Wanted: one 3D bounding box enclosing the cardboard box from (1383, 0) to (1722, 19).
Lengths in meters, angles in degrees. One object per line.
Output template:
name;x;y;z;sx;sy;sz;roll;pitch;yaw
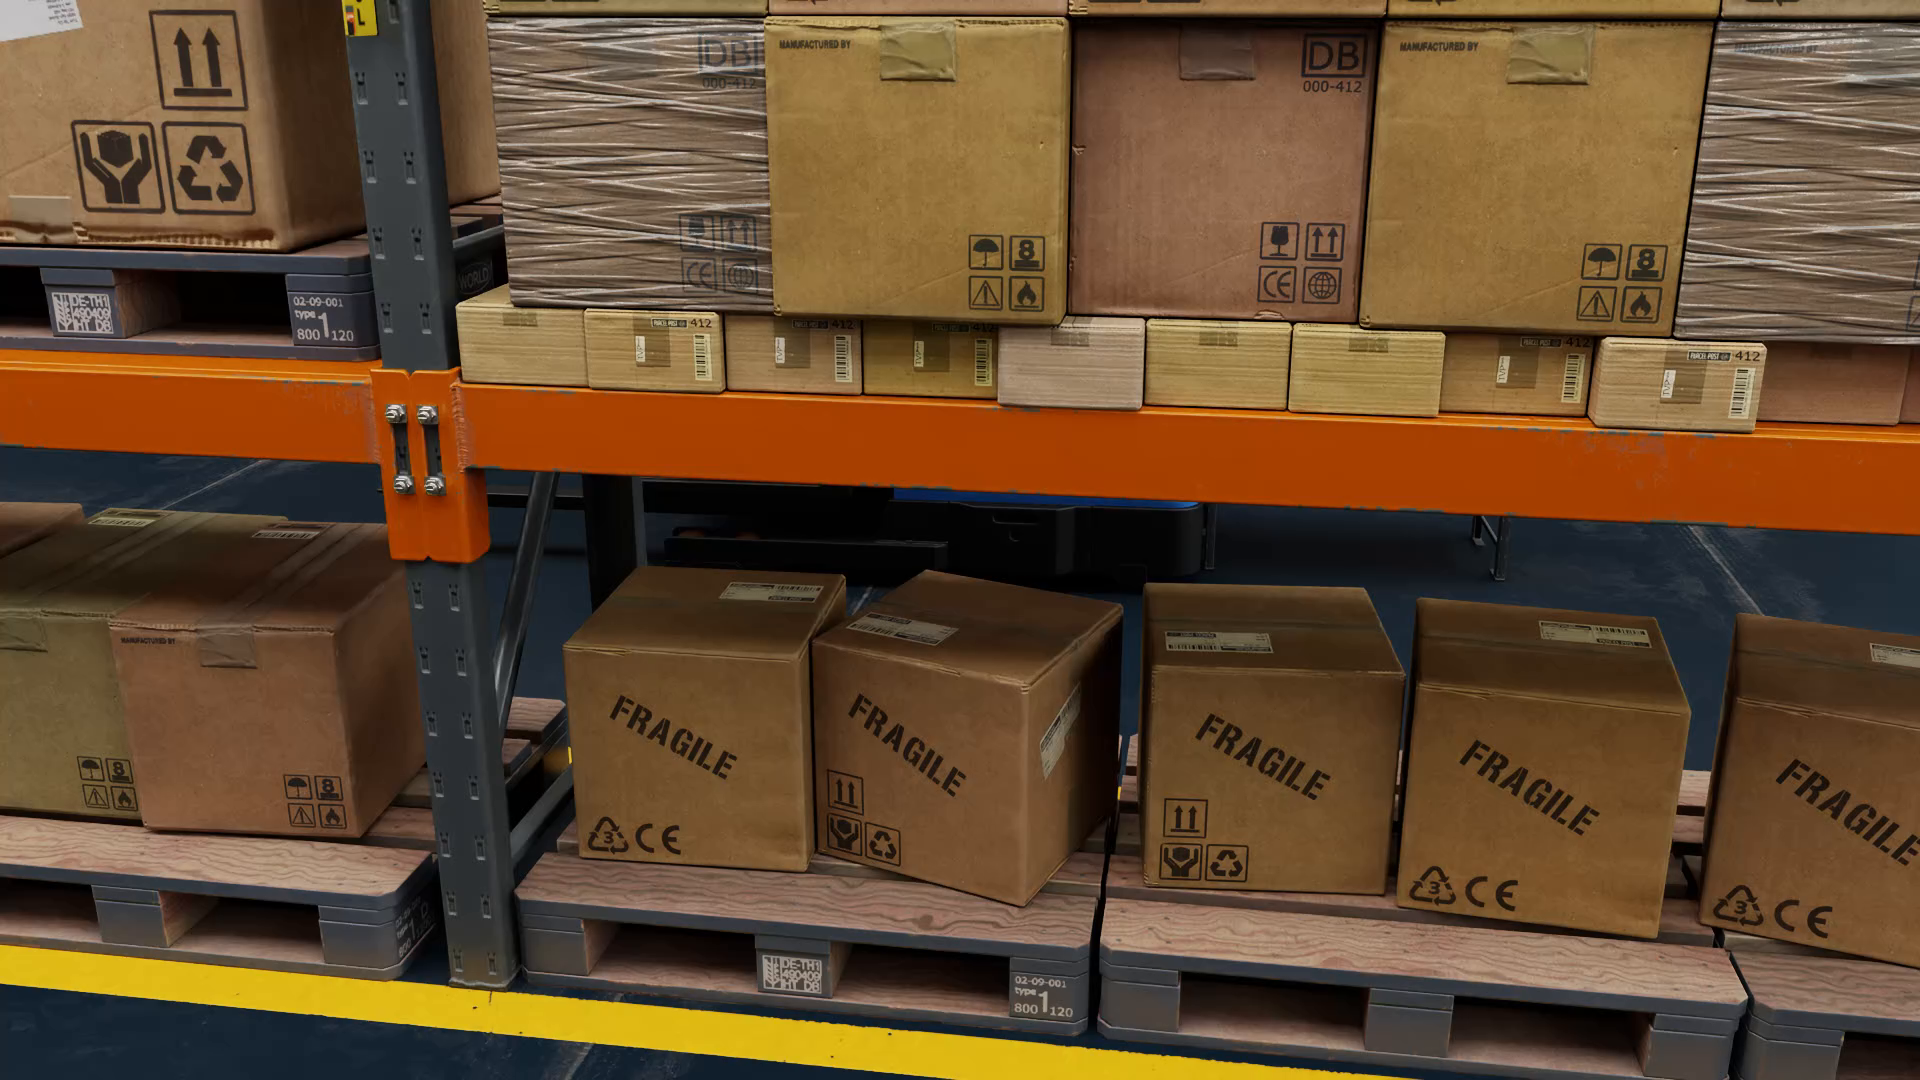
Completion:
cardboard box;0.956;-1.124;2.734;0.500;0.500;0.500;3;19;9

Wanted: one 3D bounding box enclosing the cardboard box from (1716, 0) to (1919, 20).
cardboard box;1.448;-1.097;2.651;0.500;0.500;0.500;3;19;9

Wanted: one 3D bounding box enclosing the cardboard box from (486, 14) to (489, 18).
cardboard box;-2.041;-2.806;8.229;0.500;0.500;0.700;3;19;8

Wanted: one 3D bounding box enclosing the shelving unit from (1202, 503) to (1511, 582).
shelving unit;1.428;-0.662;5.919;1.048;1.500;0.538;2;19;6

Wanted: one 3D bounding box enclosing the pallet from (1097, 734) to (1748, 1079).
pallet;0.946;0.770;3.669;1.213;0.211;1.003;3;19;9

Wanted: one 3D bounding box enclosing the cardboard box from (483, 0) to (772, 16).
cardboard box;-0.527;-1.196;2.949;0.500;0.500;0.500;3;19;9

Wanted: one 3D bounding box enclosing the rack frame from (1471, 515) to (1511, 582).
rack frame;1.933;-0.644;5.863;0.032;1.500;0.500;2;19;6

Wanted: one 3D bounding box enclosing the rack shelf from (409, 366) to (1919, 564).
rack shelf;1.044;-0.194;3.289;4.000;0.370;1.077;3;19;9

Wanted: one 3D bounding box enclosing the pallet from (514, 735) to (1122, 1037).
pallet;-0.262;0.709;3.851;1.213;0.211;1.003;3;19;9

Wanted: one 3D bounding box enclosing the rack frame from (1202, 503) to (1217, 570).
rack frame;0.923;-0.681;5.975;0.032;1.500;0.500;2;19;6

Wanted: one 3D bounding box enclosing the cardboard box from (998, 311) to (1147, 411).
cardboard box;0.218;-0.356;3.036;0.250;0.149;0.380;3;19;9

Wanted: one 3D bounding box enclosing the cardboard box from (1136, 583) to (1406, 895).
cardboard box;0.650;0.416;3.610;0.500;0.500;0.500;1;19;4

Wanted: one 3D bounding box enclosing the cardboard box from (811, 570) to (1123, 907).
cardboard box;0.024;0.410;3.629;0.500;0.500;0.500;9;21;26

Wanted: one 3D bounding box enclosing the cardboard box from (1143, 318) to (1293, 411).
cardboard box;0.472;-0.356;3.037;0.250;0.149;0.380;3;19;9

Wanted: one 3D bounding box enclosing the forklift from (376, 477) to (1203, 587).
forklift;-0.621;-1.413;5.907;3.031;2.935;1.130;2;19;6

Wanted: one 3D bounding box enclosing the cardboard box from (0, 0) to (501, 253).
cardboard box;-1.693;-1.203;3.565;1.000;1.000;1.000;3;19;9

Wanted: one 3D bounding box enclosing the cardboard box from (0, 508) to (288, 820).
cardboard box;-2.002;0.273;4.005;0.500;0.500;0.700;3;19;8

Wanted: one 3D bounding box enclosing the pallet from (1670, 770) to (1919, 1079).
pallet;2.147;0.832;3.484;1.213;0.211;1.003;3;19;9

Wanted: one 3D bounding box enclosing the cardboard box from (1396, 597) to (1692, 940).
cardboard box;1.194;0.458;3.484;0.500;0.500;0.500;5;19;14

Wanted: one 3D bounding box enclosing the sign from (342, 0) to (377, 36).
sign;-1.016;-1.011;2.772;0.005;0.325;0.100;3;19;9

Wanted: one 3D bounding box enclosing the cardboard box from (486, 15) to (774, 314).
cardboard box;-0.497;-0.782;3.287;0.500;0.500;0.875;3;19;9

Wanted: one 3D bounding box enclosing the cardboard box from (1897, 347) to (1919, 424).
cardboard box;1.718;-0.317;2.920;0.250;0.149;0.380;3;19;9

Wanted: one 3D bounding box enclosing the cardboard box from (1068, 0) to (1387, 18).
cardboard box;0.460;-1.146;2.799;0.500;0.500;0.500;3;19;9

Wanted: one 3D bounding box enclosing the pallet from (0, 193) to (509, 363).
pallet;-1.663;-0.629;3.758;1.213;0.211;1.003;3;19;9

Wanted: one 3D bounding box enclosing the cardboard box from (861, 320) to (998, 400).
cardboard box;-0.022;-0.381;3.112;0.250;0.149;0.380;3;19;9

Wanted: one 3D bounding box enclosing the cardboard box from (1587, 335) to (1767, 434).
cardboard box;1.206;-0.308;2.891;0.250;0.149;0.380;3;19;9

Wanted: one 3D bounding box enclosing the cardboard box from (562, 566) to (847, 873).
cardboard box;-0.542;0.383;3.709;0.500;0.500;0.500;2;19;7

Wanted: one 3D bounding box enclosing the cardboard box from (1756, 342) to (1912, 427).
cardboard box;1.467;-0.323;2.937;0.250;0.149;0.380;3;19;9

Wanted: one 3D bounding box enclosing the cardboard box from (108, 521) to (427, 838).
cardboard box;-1.534;0.303;3.915;0.500;0.500;0.700;1;19;4

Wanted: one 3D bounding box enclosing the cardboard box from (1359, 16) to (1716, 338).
cardboard box;0.988;-0.714;3.085;0.500;0.500;0.875;3;19;9

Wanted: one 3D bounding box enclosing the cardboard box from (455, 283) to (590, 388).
cardboard box;-0.767;-0.412;3.202;0.250;0.149;0.380;3;19;9

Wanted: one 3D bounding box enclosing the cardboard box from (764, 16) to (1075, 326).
cardboard box;-0.008;-0.746;3.179;0.500;0.500;0.875;3;19;9

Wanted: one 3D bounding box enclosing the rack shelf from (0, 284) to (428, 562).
rack shelf;-2.906;-0.395;3.891;4.000;0.370;1.077;3;19;9

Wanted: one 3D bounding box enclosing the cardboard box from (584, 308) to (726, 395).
cardboard box;-0.522;-0.395;3.152;0.250;0.149;0.380;3;19;9

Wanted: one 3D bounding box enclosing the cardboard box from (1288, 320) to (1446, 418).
cardboard box;0.717;-0.340;2.989;0.250;0.149;0.380;3;19;9

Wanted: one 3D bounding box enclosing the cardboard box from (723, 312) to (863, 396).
cardboard box;-0.271;-0.391;3.141;0.250;0.149;0.380;3;19;9

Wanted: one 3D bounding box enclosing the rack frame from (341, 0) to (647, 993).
rack frame;-0.931;-0.636;3.476;0.127;3.000;1.000;3;19;9

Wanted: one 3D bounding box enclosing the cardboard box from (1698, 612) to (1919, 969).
cardboard box;1.809;0.496;3.372;0.500;0.500;0.500;8;20;23

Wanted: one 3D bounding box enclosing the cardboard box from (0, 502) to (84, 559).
cardboard box;-2.554;0.245;4.089;0.500;0.500;0.700;1;19;4

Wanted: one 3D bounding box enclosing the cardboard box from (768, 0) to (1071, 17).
cardboard box;-0.033;-1.172;2.875;0.500;0.500;0.500;3;19;9

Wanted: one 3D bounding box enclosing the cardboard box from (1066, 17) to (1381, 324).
cardboard box;0.501;-0.753;3.198;0.500;0.500;0.875;3;19;9

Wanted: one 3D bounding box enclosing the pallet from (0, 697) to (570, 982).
pallet;-1.700;0.648;4.034;1.213;0.211;1.003;3;19;9

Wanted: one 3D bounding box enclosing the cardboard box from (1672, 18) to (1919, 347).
cardboard box;1.480;-0.686;2.998;0.500;0.500;0.875;3;19;9

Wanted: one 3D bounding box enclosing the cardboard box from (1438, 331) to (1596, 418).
cardboard box;0.971;-0.342;2.994;0.250;0.149;0.380;3;19;9
